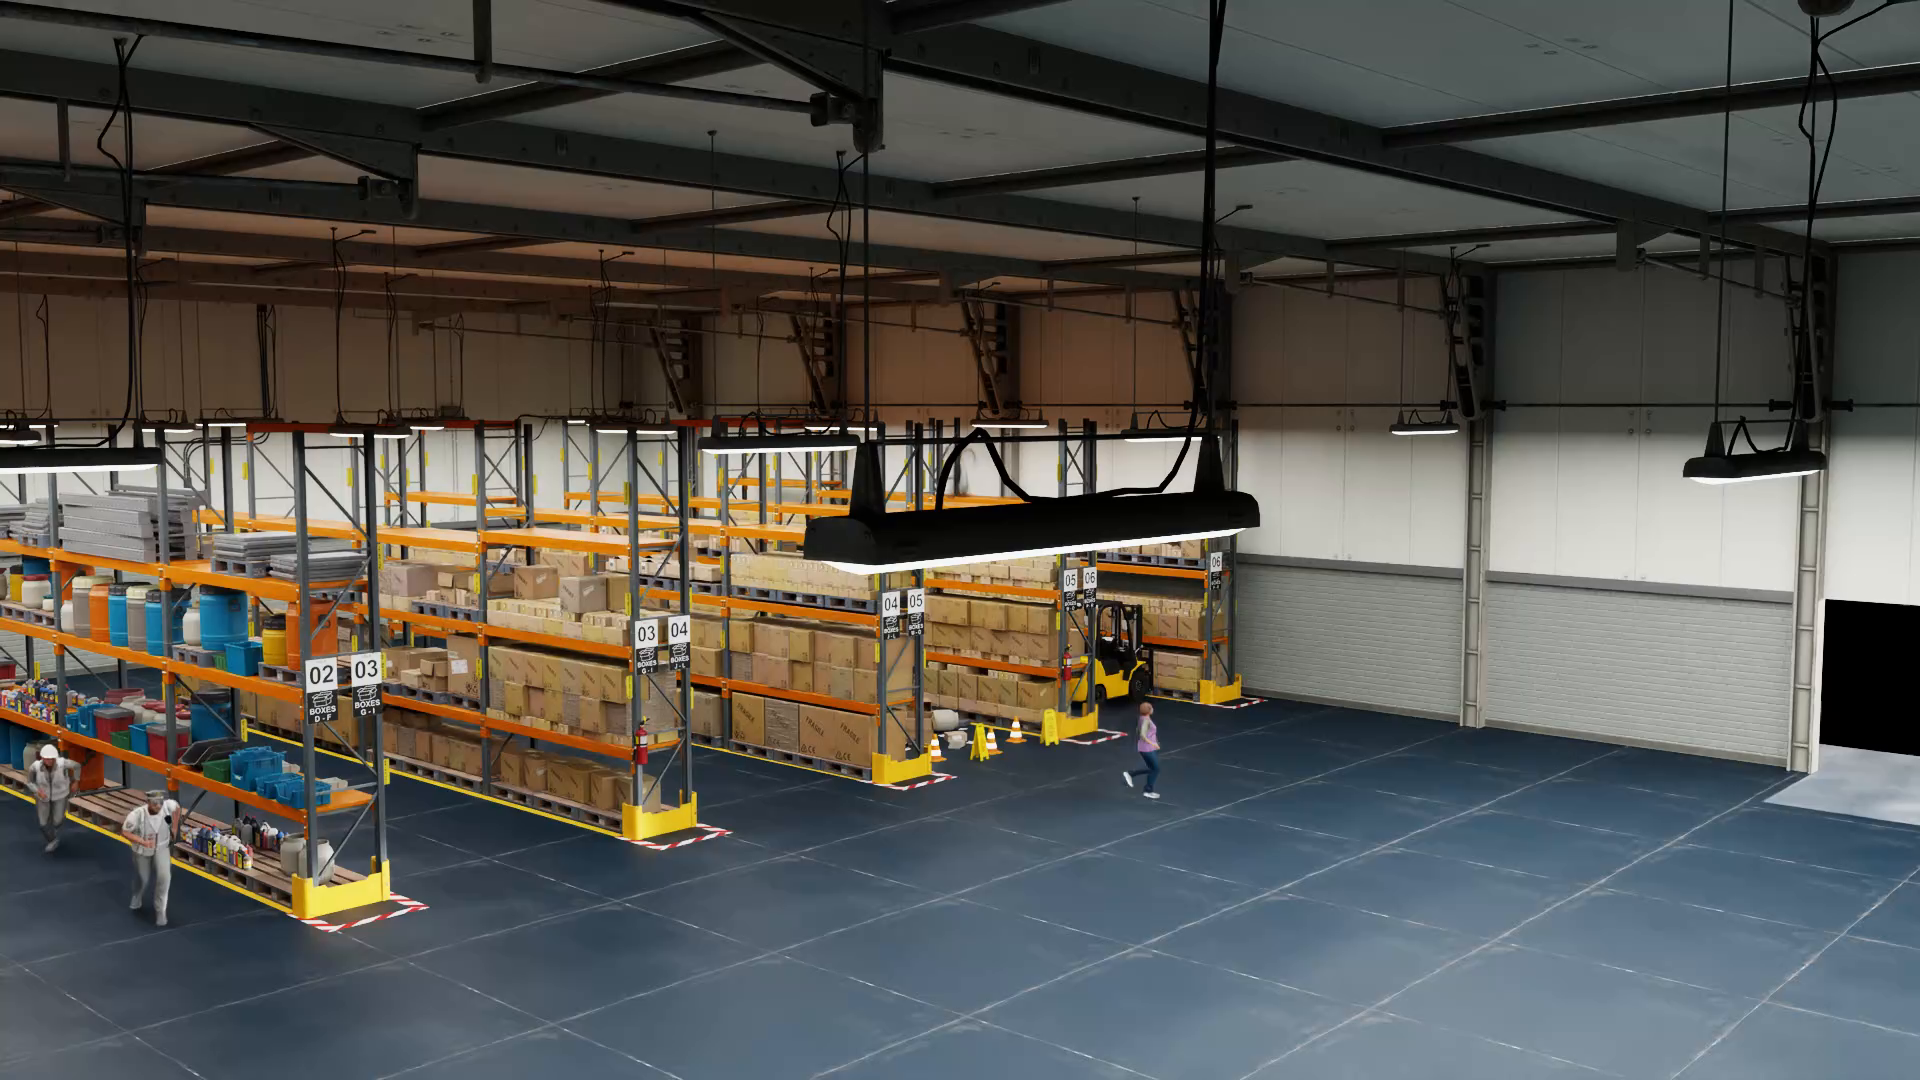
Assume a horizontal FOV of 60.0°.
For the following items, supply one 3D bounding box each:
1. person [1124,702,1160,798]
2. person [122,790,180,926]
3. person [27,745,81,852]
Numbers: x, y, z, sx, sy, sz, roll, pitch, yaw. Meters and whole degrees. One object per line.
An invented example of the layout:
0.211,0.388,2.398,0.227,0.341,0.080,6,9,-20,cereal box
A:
2.942,3.383,26.743,0.582,1.559,0.540,0,5,-3,person
-9.992,3.859,20.502,0.707,1.721,1.022,-4,6,-43,person
-12.751,3.628,23.431,0.682,1.589,0.831,-2,5,-27,person
